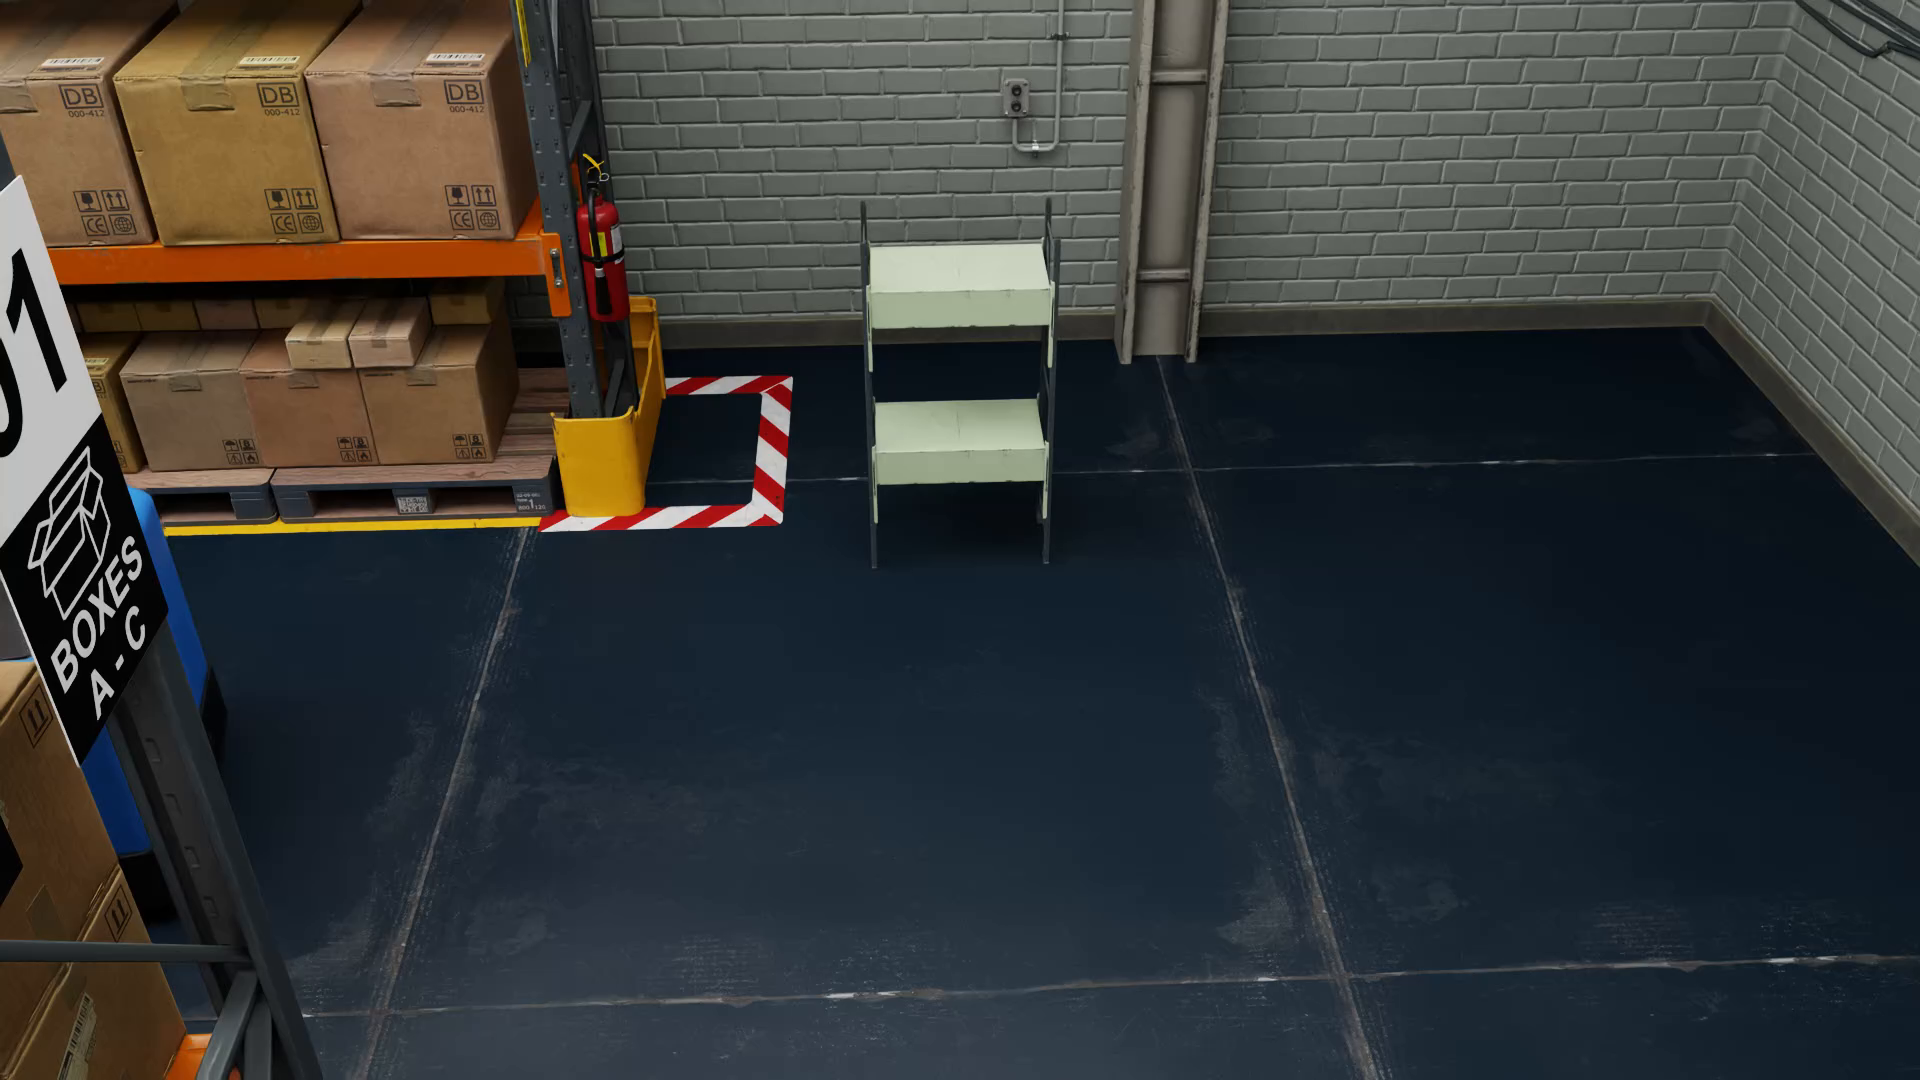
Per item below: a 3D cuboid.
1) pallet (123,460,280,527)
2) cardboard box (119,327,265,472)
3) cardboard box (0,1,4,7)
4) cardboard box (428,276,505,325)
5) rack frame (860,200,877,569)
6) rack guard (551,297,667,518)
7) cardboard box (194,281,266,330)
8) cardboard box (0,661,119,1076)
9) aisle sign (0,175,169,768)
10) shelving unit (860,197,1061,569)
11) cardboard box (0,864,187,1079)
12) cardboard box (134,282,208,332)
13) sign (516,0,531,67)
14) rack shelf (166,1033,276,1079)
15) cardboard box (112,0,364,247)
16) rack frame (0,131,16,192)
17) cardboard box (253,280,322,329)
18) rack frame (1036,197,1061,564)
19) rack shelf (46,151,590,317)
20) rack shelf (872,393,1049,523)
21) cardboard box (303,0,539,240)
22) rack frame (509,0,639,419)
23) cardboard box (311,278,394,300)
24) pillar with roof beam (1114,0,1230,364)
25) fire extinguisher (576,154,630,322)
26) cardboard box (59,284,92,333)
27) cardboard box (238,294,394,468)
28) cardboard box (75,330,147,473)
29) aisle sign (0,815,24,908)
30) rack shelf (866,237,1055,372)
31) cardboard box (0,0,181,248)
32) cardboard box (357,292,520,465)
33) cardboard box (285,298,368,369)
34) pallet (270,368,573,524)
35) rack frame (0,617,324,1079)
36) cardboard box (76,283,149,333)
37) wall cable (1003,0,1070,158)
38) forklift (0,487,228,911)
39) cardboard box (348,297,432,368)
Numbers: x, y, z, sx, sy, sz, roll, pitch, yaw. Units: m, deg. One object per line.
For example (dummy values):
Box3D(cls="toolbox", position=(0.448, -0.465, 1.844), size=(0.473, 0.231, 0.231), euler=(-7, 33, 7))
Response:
Box3D(cls="pallet", position=(-3.649, -0.425, 7.678), size=(1.213, 0.211, 1.003), euler=(-2, 35, -2))
Box3D(cls="cardboard box", position=(-3.335, -0.710, 7.468), size=(0.500, 0.500, 0.700), euler=(-3, 35, -4))
Box3D(cls="cardboard box", position=(-4.362, -1.706, 6.815), size=(0.700, 0.700, 0.980), euler=(-2, 35, -3))
Box3D(cls="cardboard box", position=(-2.218, -1.121, 7.492), size=(0.250, 0.149, 0.380), euler=(-1, 35, -2))
Box3D(cls="rack frame", position=(-0.372, -0.607, 6.809), size=(0.023, 1.500, 0.400), euler=(-2, 35, -2))
Box3D(cls="rack guard", position=(-1.615, -0.641, 7.737), size=(0.348, 0.500, 1.175), euler=(-2, 35, -2))
Box3D(cls="cardboard box", position=(-3.228, -1.093, 7.452), size=(0.250, 0.149, 0.380), euler=(-1, 35, -2))
Box3D(cls="cardboard box", position=(-1.856, 0.557, 2.843), size=(0.500, 0.500, 0.500), euler=(-1, 35, -1))
Box3D(cls="aisle sign", position=(-1.346, -0.090, 2.460), size=(0.004, 0.787, 0.394), euler=(-2, 35, -2))
Box3D(cls="shelving unit", position=(-0.007, -0.617, 6.823), size=(0.755, 1.500, 0.431), euler=(-2, 35, -2))
Box3D(cls="cardboard box", position=(-1.856, 0.968, 3.127), size=(0.500, 0.500, 0.500), euler=(-1, 35, -1))
Box3D(cls="cardboard box", position=(-3.484, -1.086, 7.441), size=(0.250, 0.149, 0.380), euler=(-1, 35, -2))
Box3D(cls="sign", position=(-1.627, -1.933, 6.182), size=(0.005, 0.325, 0.100), euler=(-2, 35, -2))
Box3D(cls="rack shelf", position=(-3.398, 1.497, 3.083), size=(4.000, 0.370, 1.077), euler=(-2, 35, -2))
Box3D(cls="cardboard box", position=(-2.874, -1.746, 6.874), size=(0.700, 0.700, 0.980), euler=(-2, 35, -3))
Box3D(cls="rack frame", position=(-1.400, -1.320, 1.249), size=(0.127, 3.000, 1.000), euler=(-2, 35, -2))
Box3D(cls="cardboard box", position=(-2.974, -1.101, 7.462), size=(0.250, 0.149, 0.380), euler=(-1, 35, -2))
Box3D(cls="rack frame", position=(0.359, -0.626, 6.837), size=(0.023, 1.500, 0.400), euler=(-2, 35, -2))
Box3D(cls="rack shelf", position=(-3.636, -1.319, 7.152), size=(4.000, 0.370, 1.077), euler=(-2, 35, -2))
Box3D(cls="rack shelf", position=(-0.007, -0.348, 7.008), size=(0.720, 0.370, 0.431), euler=(-2, 35, -2))
Box3D(cls="cardboard box", position=(-2.148, -1.772, 6.911), size=(0.700, 0.700, 0.980), euler=(0, 35, 0))
Box3D(cls="rack frame", position=(-1.639, -1.668, 7.025), size=(0.127, 3.000, 1.000), euler=(-2, 35, -2))
Box3D(cls="cardboard box", position=(-2.724, -1.107, 7.471), size=(0.250, 0.149, 0.380), euler=(-1, 35, -2))
Box3D(cls="pillar with roof beam", position=(1.221, -2.253, 2.597), size=(0.400, 9.000, 9.100), euler=(-2, 35, -2))
Box3D(cls="fire extinguisher", position=(-1.466, -1.225, 6.780), size=(0.183, 0.674, 0.296), euler=(-2, 35, -2))
Box3D(cls="cardboard box", position=(-3.995, -1.072, 7.421), size=(0.250, 0.149, 0.380), euler=(-1, 35, -2))
Box3D(cls="cardboard box", position=(-2.833, -0.724, 7.488), size=(0.500, 0.500, 0.700), euler=(-2, 35, -2))
Box3D(cls="cardboard box", position=(-3.867, -0.692, 7.441), size=(0.500, 0.500, 0.700), euler=(-1, 35, -1))
Box3D(cls="aisle sign", position=(-1.318, 0.251, 1.967), size=(0.004, 0.787, 0.394), euler=(-2, 35, -2))
Box3D(cls="rack shelf", position=(-0.007, -0.937, 6.601), size=(0.720, 0.370, 0.431), euler=(-2, 35, -2))
Box3D(cls="cardboard box", position=(-3.636, -1.731, 6.852), size=(0.700, 0.700, 0.980), euler=(-3, 35, -5))
Box3D(cls="cardboard box", position=(-2.333, -0.737, 7.507), size=(0.500, 0.500, 0.700), euler=(-2, 35, -2))
Box3D(cls="cardboard box", position=(-2.708, -0.890, 7.157), size=(0.250, 0.149, 0.380), euler=(-1, 35, -1))
Box3D(cls="pallet", position=(-2.434, -0.456, 7.723), size=(1.213, 0.211, 1.003), euler=(-2, 35, -2))
Box3D(cls="rack frame", position=(-1.400, 1.147, 2.956), size=(0.127, 3.000, 1.000), euler=(-2, 35, -2))
Box3D(cls="cardboard box", position=(-3.737, -1.080, 7.432), size=(0.250, 0.149, 0.380), euler=(-2, 35, -3))
Box3D(cls="wall cable", position=(-0.404, -2.658, 7.563), size=(1.851, 1.984, 0.084), euler=(-2, 35, -2))
Box3D(cls="forklift", position=(-4.088, -0.051, 4.748), size=(3.031, 2.935, 1.130), euler=(-8, 35, -11))
Box3D(cls="cardboard box", position=(-2.453, -0.897, 7.168), size=(0.250, 0.149, 0.380), euler=(-2, 35, -3))
